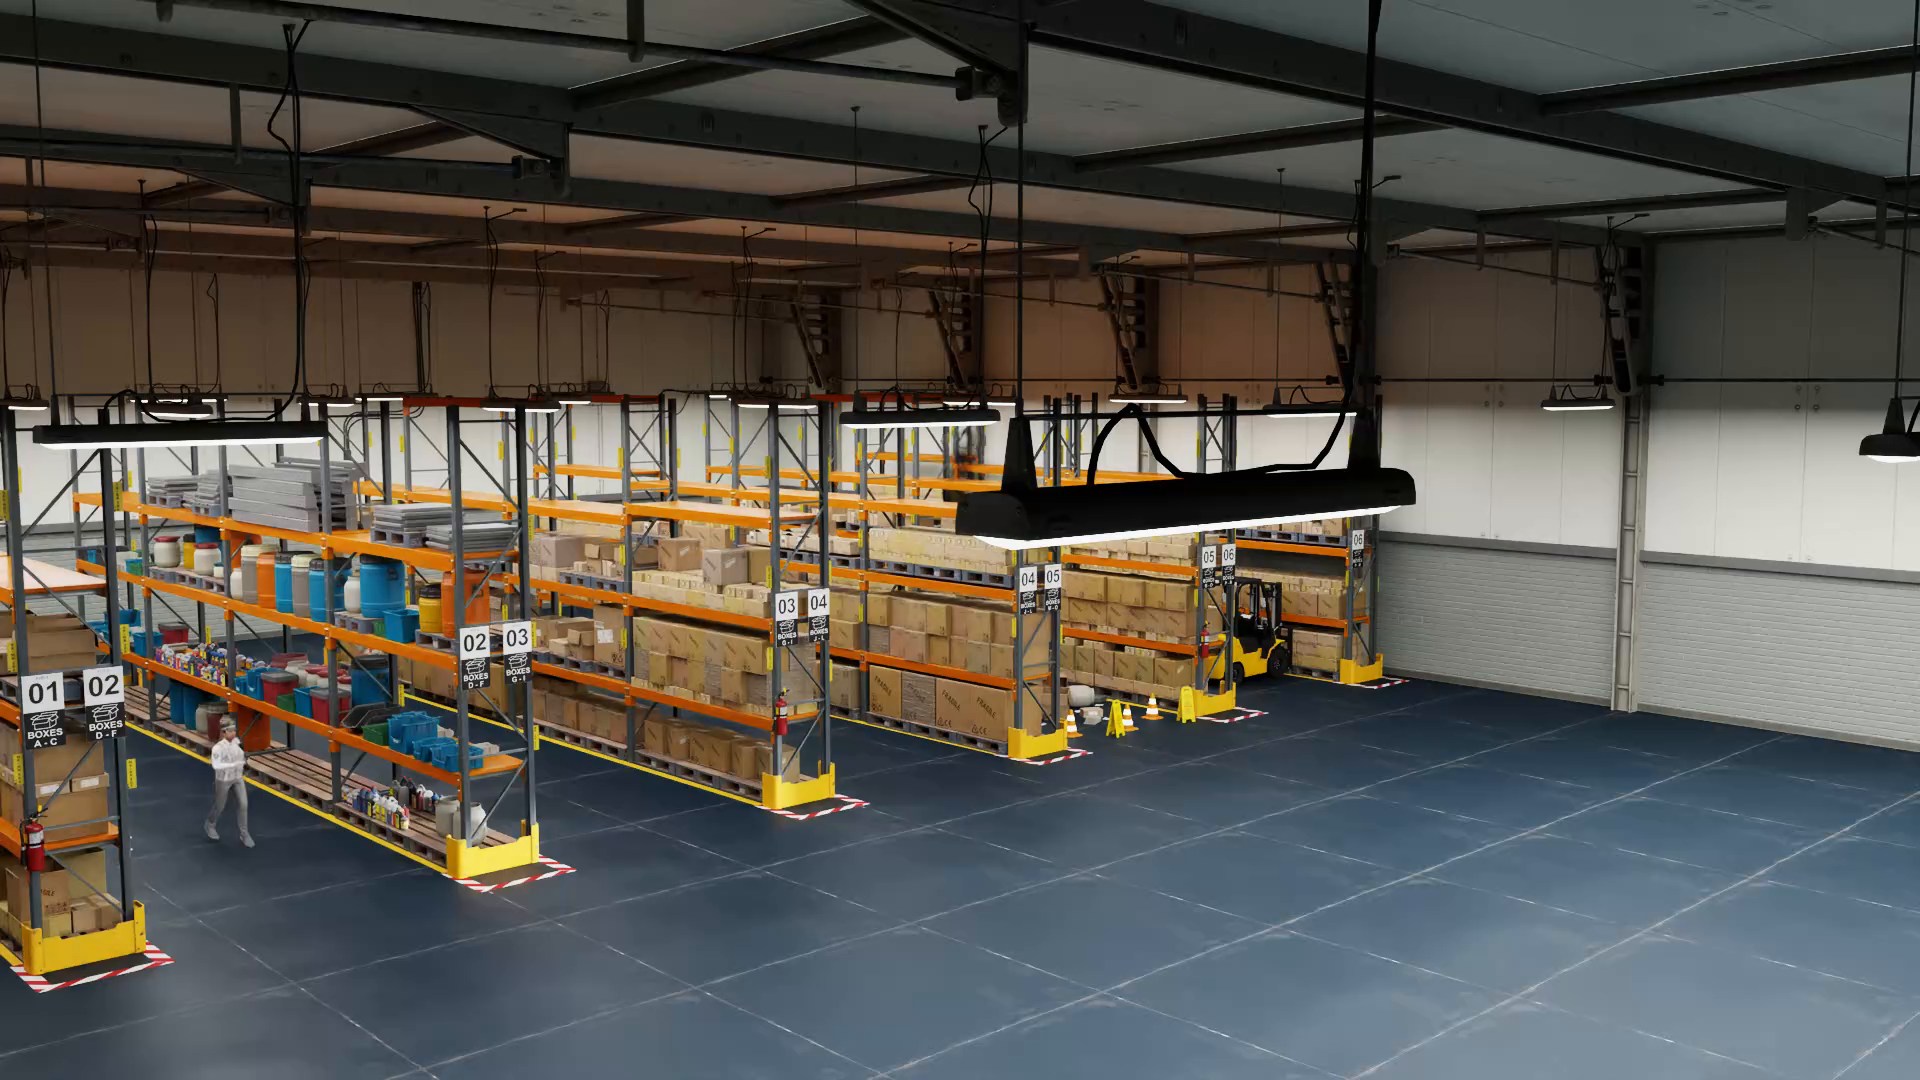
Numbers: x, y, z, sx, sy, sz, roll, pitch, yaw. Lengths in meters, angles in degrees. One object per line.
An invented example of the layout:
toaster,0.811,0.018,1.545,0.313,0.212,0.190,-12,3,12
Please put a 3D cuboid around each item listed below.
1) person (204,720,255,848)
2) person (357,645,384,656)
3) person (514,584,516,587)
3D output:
person,-9.954,3.286,22.609,0.865,1.720,0.589,3,6,30
person,-11.063,2.411,31.339,0.991,1.811,0.654,5,7,41
person,-10.178,1.841,37.896,0.634,1.691,0.658,-4,7,-35
